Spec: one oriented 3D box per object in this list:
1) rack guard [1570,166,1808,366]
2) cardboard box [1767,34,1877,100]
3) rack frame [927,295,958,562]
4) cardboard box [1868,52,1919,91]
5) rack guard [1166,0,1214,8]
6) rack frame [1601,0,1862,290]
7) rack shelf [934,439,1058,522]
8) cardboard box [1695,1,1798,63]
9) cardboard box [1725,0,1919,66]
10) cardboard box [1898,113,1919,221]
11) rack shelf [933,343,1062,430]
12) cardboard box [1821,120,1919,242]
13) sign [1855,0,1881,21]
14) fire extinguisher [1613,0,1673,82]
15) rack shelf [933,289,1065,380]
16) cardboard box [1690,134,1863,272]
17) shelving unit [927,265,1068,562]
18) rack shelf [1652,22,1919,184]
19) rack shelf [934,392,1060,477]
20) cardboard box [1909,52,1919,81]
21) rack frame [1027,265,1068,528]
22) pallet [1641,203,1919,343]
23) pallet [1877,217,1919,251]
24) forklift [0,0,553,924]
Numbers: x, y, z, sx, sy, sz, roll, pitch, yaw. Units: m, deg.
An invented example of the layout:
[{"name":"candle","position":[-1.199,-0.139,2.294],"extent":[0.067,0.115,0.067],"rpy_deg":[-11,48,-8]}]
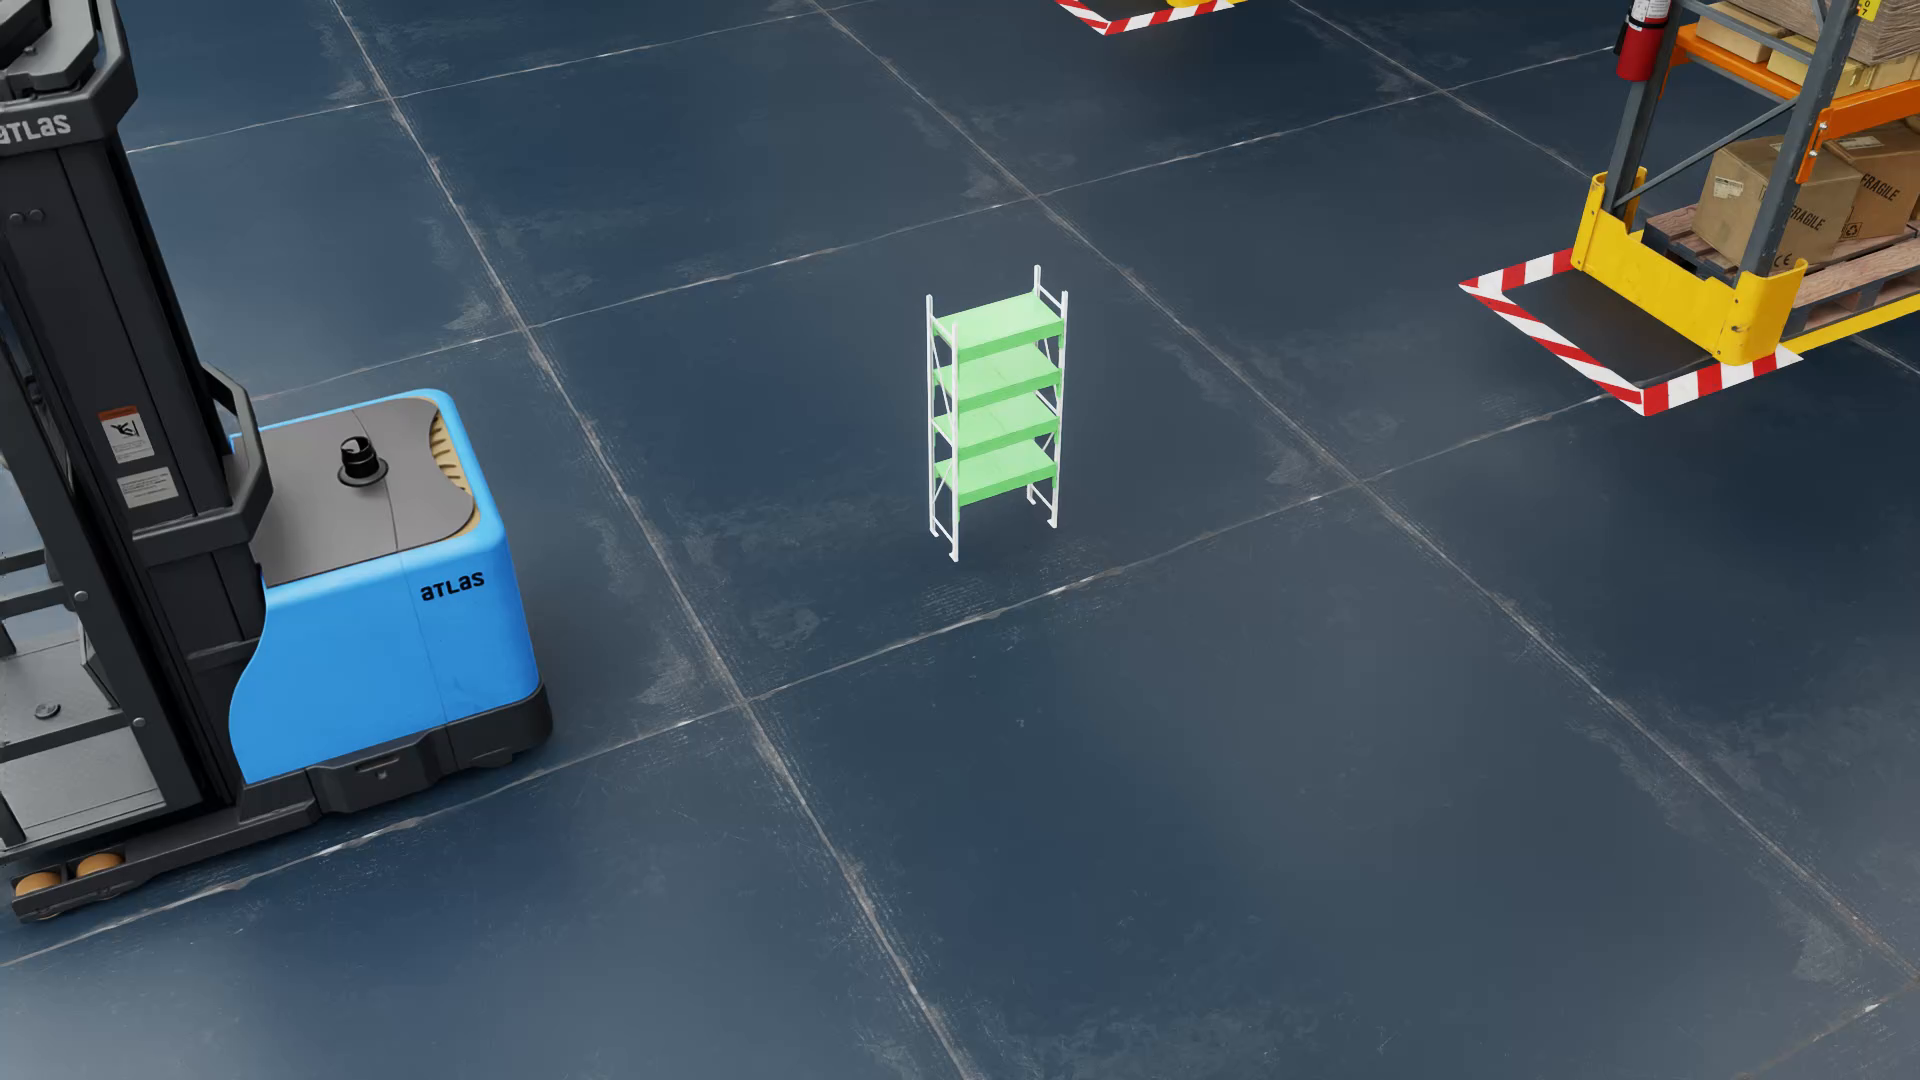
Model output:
[{"name":"rack guard","position":[3.713,-1.427,8.549],"extent":[0.348,0.500,1.175],"rpy_deg":[-19,44,-21]},{"name":"cardboard box","position":[4.009,-2.211,7.735],"extent":[0.250,0.149,0.380],"rpy_deg":[-19,44,-21]},{"name":"rack frame","position":[-0.070,-0.435,6.835],"extent":[0.015,1.200,0.240],"rpy_deg":[-19,44,-21]},{"name":"cardboard box","position":[4.239,-2.275,7.810],"extent":[0.250,0.149,0.380],"rpy_deg":[-19,44,-21]},{"name":"rack guard","position":[1.404,-4.292,11.934],"extent":[0.348,0.500,1.175],"rpy_deg":[-19,44,-21]},{"name":"rack frame","position":[3.646,-2.359,7.715],"extent":[0.127,3.000,1.000],"rpy_deg":[-19,44,-21]},{"name":"rack shelf","position":[0.147,-0.275,7.117],"extent":[0.480,0.148,0.258],"rpy_deg":[-19,44,-21]},{"name":"cardboard box","position":[3.803,-2.466,8.036],"extent":[0.250,0.149,0.380],"rpy_deg":[-19,44,-21]},{"name":"cardboard box","position":[4.146,-2.659,7.762],"extent":[0.500,0.500,0.875],"rpy_deg":[-19,44,-21]},{"name":"cardboard box","position":[5.286,-2.116,9.037],"extent":[0.500,0.500,0.500],"rpy_deg":[-15,42,-17]},{"name":"rack shelf","position":[0.147,-0.642,6.807],"extent":[0.480,0.148,0.258],"rpy_deg":[-19,44,-21]},{"name":"cardboard box","position":[4.722,-1.940,8.829],"extent":[0.500,0.500,0.500],"rpy_deg":[-8,41,-9]},{"name":"sign","position":[3.897,-2.378,7.068],"extent":[0.005,0.325,0.100],"rpy_deg":[-19,44,-21]},{"name":"fire extinguisher","position":[3.331,-2.559,8.011],"extent":[0.183,0.674,0.296],"rpy_deg":[-19,44,-21]},{"name":"rack shelf","position":[0.147,-0.825,6.652],"extent":[0.480,0.148,0.258],"rpy_deg":[-19,44,-21]},{"name":"cardboard box","position":[4.207,-1.742,8.595],"extent":[0.500,0.500,0.500],"rpy_deg":[-11,41,-13]},{"name":"shelving unit","position":[0.147,-0.507,6.921],"extent":[0.503,1.200,0.258],"rpy_deg":[-19,44,-21]},{"name":"rack shelf","position":[5.420,-2.681,8.652],"extent":[4.000,0.370,1.077],"rpy_deg":[-19,44,-21]},{"name":"rack shelf","position":[0.147,-0.459,6.962],"extent":[0.480,0.148,0.258],"rpy_deg":[-19,44,-21]},{"name":"cardboard box","position":[4.468,-2.341,7.888],"extent":[0.250,0.149,0.380],"rpy_deg":[-19,44,-21]},{"name":"rack frame","position":[0.363,-0.580,7.007],"extent":[0.015,1.200,0.240],"rpy_deg":[-19,44,-21]},{"name":"pallet","position":[4.450,-1.539,8.905],"extent":[1.213,0.211,1.003],"rpy_deg":[-19,44,-21]},{"name":"pallet","position":[5.531,-1.901,9.332],"extent":[1.213,0.211,1.003],"rpy_deg":[-19,44,-21]},{"name":"forklift","position":[-3.099,-0.207,5.226],"extent":[3.031,2.935,1.130],"rpy_deg":[-17,43,-19]}]
